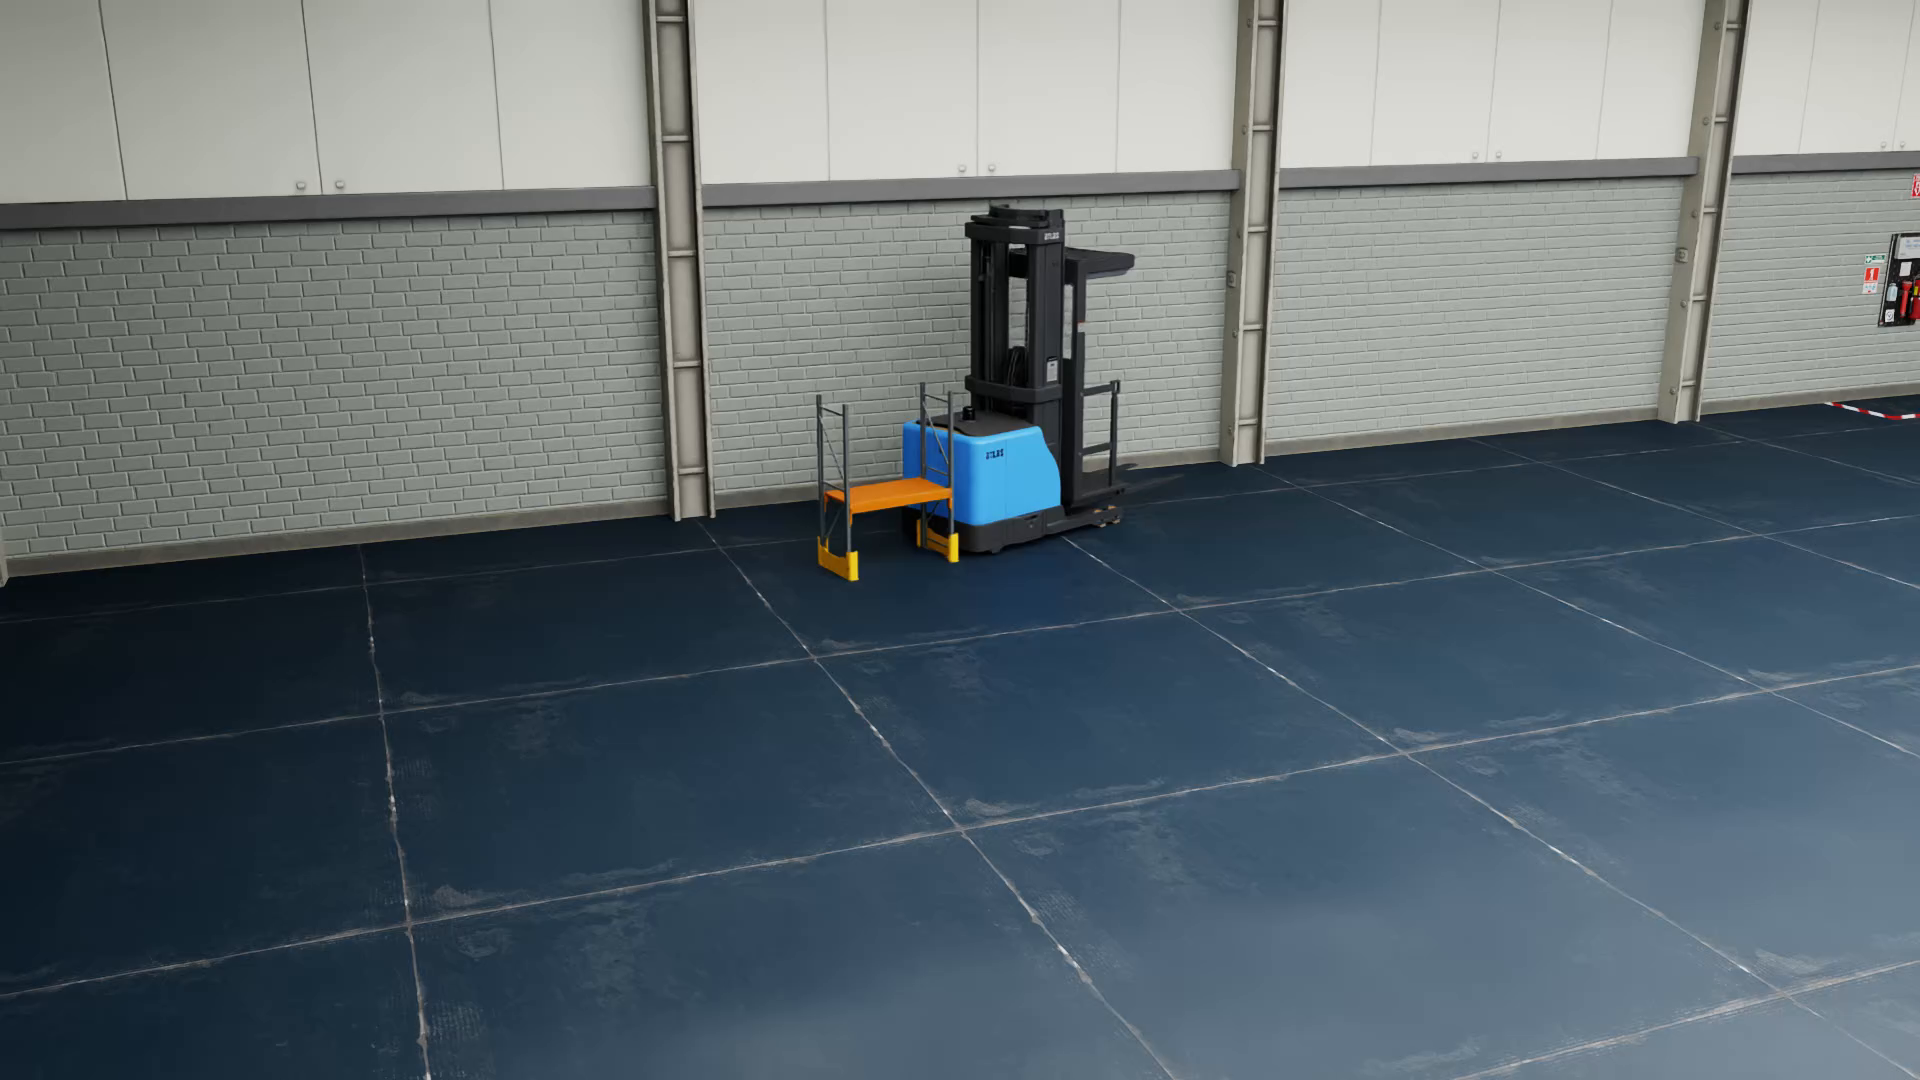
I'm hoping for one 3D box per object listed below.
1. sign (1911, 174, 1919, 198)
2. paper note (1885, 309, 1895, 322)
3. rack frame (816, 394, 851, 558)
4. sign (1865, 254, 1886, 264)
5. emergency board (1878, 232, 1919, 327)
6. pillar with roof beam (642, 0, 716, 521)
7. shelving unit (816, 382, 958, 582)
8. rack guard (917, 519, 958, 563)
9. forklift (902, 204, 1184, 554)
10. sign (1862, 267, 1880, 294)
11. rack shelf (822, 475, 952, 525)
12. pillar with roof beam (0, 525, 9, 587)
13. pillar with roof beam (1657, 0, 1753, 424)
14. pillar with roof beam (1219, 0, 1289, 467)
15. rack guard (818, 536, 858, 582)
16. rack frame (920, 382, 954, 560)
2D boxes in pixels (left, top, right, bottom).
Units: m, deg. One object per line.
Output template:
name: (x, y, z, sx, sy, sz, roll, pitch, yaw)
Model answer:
sign: (11.879, -4.391, 20.612, 0.199, 0.298, 0.001, -6, 17, -20)
paper note: (11.732, -2.831, 20.977, 0.142, 0.148, 0.016, -6, 17, -20)
rack frame: (-1.058, -0.443, 13.944, 0.032, 1.500, 0.500, -10, 19, -31)
sign: (11.376, -3.494, 20.668, 0.331, 0.109, 0.001, -6, 17, -20)
emergency board: (11.922, -3.253, 20.852, 0.643, 1.169, 0.194, -6, 17, -20)
pillar with roof beam: (-1.024, -3.423, 10.784, 0.400, 9.000, 9.100, -6, 17, -20)
shelving unit: (-0.622, -0.521, 14.211, 1.083, 1.500, 0.587, -10, 19, -31)
rack guard: (-0.202, 0.003, 14.644, 0.087, 0.250, 0.587, -10, 19, -31)
forklift: (0.893, -1.617, 15.403, 3.031, 2.935, 1.130, -15, 22, -41)
sign: (11.369, -3.241, 20.749, 0.234, 0.329, 0.001, -6, 17, -20)
rack shelf: (-0.629, -0.347, 14.257, 1.000, 0.185, 0.538, -10, 19, -31)
pillar with roof beam: (-6.627, -2.818, 8.724, 0.400, 9.000, 9.100, -6, 17, -20)
pillar with roof beam: (10.181, -4.633, 14.904, 0.400, 9.000, 9.100, -6, 17, -20)
pillar with roof beam: (4.578, -4.028, 12.844, 0.400, 9.000, 9.100, -6, 17, -20)
rack guard: (-1.042, 0.154, 14.130, 0.087, 0.250, 0.587, -10, 19, -31)
rack frame: (-0.201, -0.597, 14.469, 0.032, 1.500, 0.500, -10, 19, -31)
